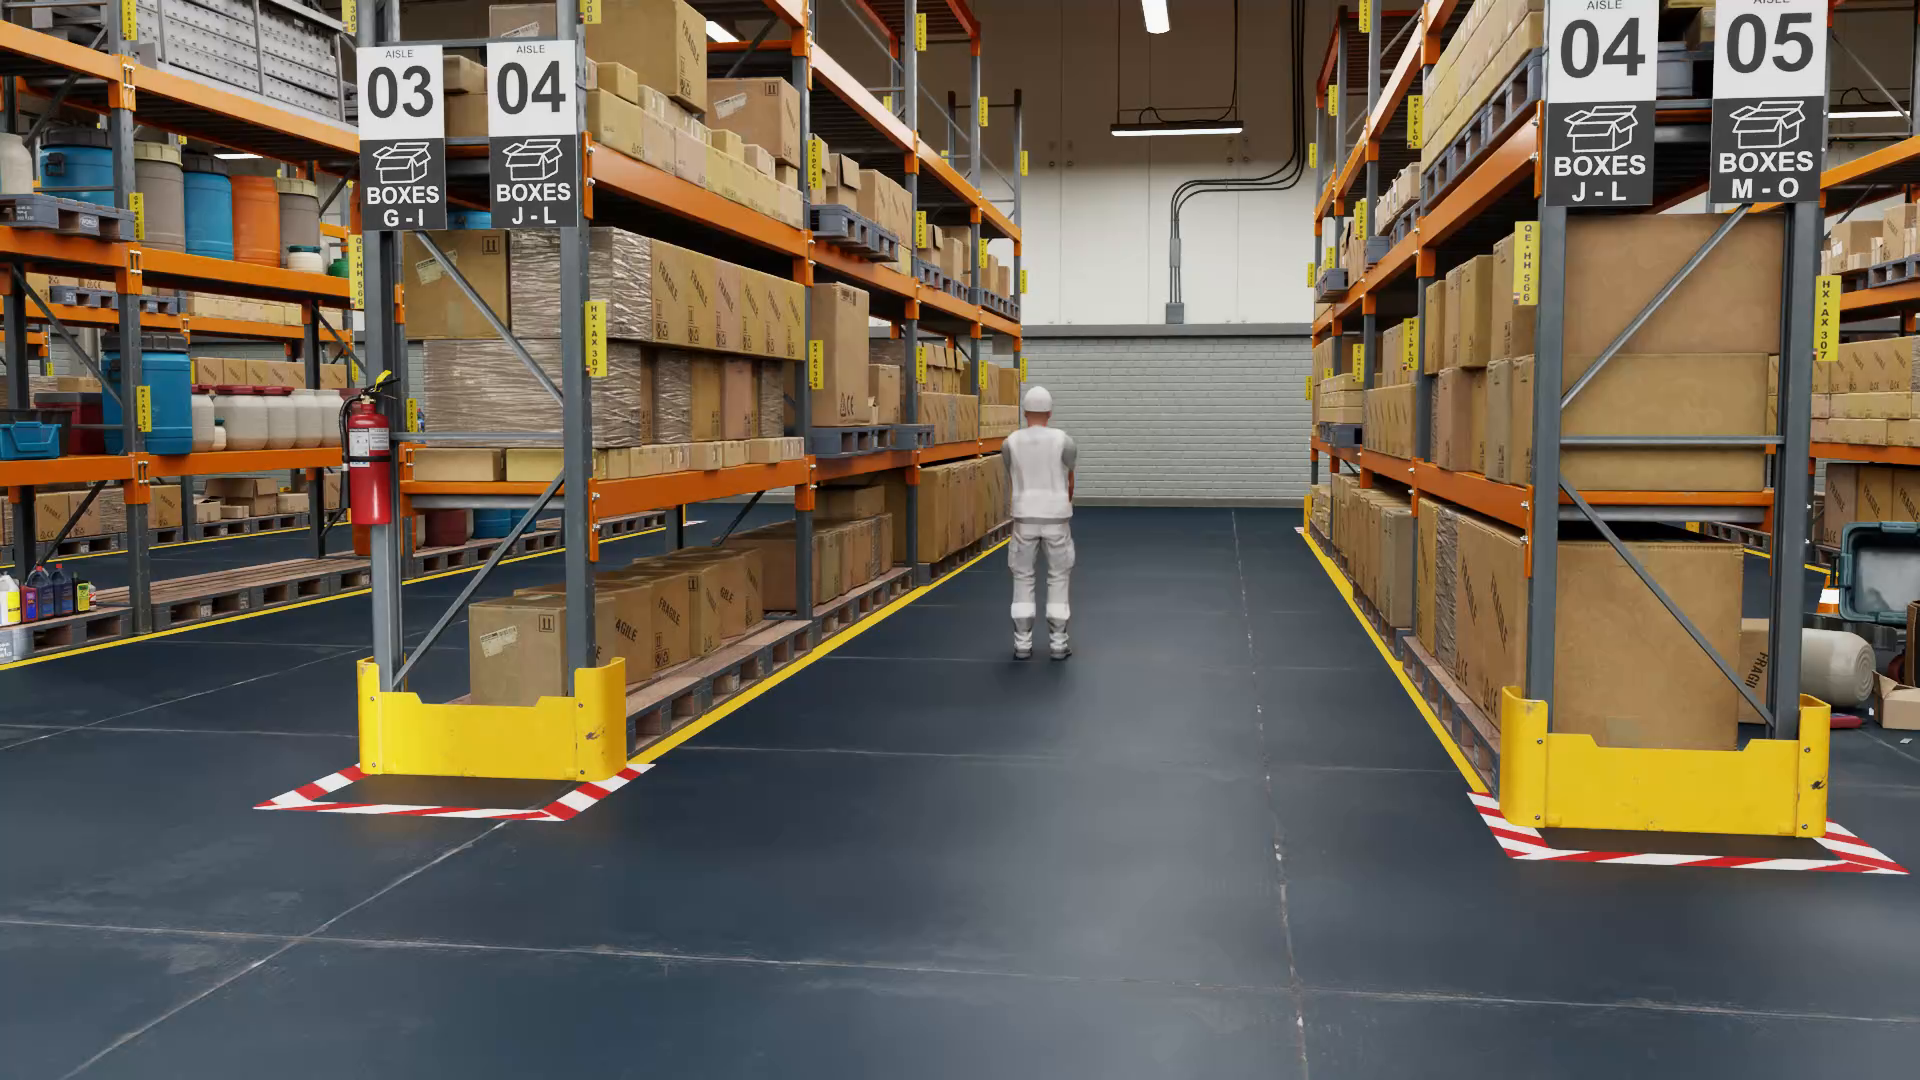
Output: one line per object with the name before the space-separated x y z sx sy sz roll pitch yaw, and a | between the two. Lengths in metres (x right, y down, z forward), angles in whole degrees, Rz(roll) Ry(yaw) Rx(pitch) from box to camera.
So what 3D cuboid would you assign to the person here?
person | 0.537 -0.124 11.048 0.495 1.785 0.552 1 4 9
